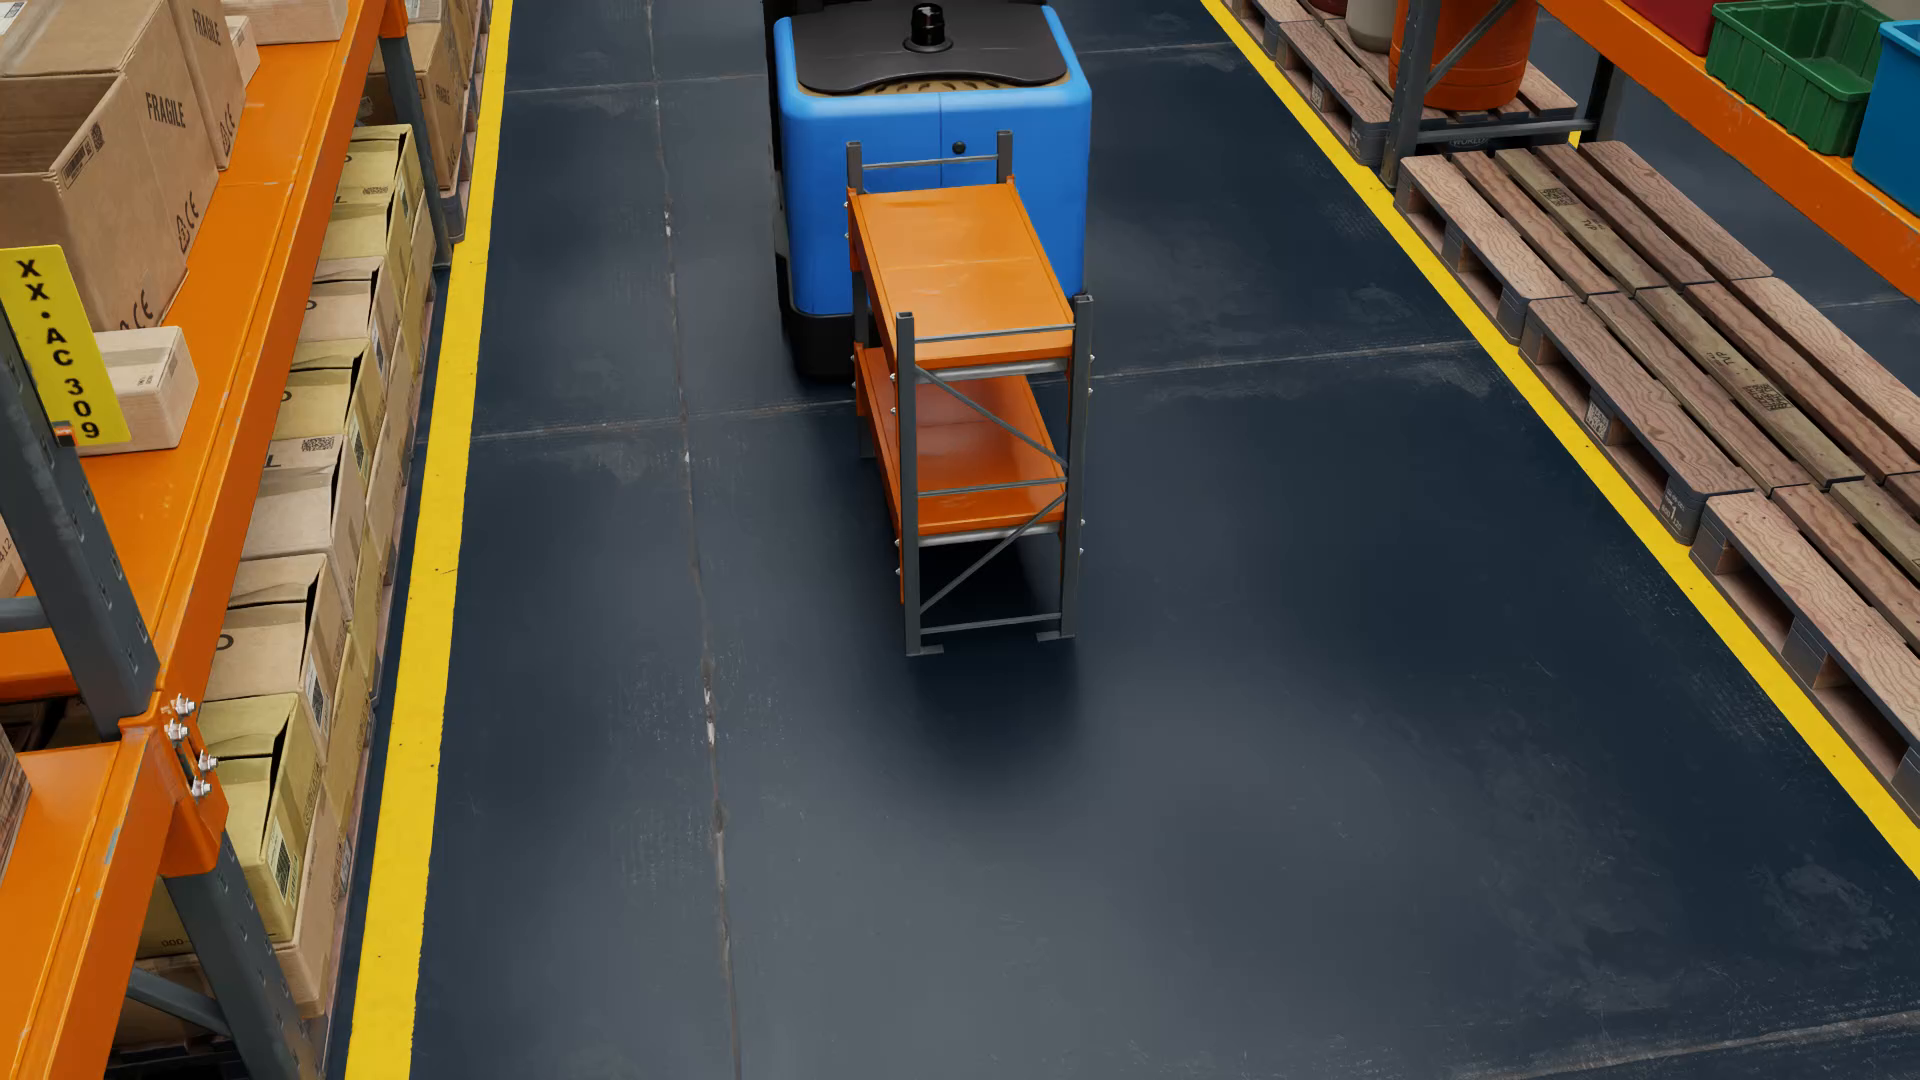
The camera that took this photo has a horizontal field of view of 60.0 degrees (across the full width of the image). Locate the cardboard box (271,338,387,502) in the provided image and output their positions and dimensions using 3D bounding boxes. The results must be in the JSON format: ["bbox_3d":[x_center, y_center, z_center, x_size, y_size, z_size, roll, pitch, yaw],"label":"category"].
[{"bbox_3d":[-1.935,-0.345,4.691,0.500,0.311,0.500,-5,38,-7],"label":"cardboard box"}]

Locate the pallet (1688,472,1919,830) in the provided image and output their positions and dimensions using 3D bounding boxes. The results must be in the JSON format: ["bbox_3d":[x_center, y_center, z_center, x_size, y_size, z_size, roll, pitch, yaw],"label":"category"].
[{"bbox_3d":[2.865,0.262,4.741,1.003,0.211,1.213,-6,38,-8],"label":"pallet"}]

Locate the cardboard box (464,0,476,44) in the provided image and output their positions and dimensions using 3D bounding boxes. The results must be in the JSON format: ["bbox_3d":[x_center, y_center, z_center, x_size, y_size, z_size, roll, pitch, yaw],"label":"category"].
[{"bbox_3d":[-2.613,-2.681,7.935,0.500,0.500,0.500,-7,38,-9],"label":"cardboard box"}]

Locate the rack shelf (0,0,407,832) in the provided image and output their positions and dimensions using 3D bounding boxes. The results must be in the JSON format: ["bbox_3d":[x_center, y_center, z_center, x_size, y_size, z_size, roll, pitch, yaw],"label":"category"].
[{"bbox_3d":[-2.187,-0.763,4.373,1.077,0.370,4.000,-6,38,-8],"label":"rack shelf"}]

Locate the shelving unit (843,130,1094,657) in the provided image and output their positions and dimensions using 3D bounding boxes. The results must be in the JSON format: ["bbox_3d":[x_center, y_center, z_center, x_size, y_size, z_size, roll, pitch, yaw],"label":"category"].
[{"bbox_3d":[-0.001,-0.448,4.910,0.538,1.125,1.048,-6,38,-8],"label":"shelving unit"}]

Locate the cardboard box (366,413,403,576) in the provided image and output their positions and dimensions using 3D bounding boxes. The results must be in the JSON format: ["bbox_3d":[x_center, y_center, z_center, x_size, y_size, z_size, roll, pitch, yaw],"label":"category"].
[{"bbox_3d":[-1.934,-0.118,4.856,0.500,0.250,0.500,-6,38,-7],"label":"cardboard box"}]

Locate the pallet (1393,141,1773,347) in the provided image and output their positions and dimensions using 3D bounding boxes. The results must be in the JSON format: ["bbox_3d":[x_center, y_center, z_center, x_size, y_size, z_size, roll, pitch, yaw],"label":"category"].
[{"bbox_3d":[2.437,-1.212,6.638,1.003,0.211,1.213,-6,38,-8],"label":"pallet"}]

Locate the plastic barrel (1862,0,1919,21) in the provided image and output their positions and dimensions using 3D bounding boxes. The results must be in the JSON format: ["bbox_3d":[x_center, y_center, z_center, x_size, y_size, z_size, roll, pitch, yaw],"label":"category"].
[{"bbox_3d":[2.884,-1.729,4.920,0.433,0.535,0.433,0,38,0],"label":"plastic barrel"}]

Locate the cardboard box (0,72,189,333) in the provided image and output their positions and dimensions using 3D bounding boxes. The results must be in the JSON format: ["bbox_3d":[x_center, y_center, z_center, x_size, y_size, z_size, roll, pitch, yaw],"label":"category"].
[{"bbox_3d":[-2.048,-0.662,3.576,0.500,0.500,0.500,-4,38,-5],"label":"cardboard box"}]

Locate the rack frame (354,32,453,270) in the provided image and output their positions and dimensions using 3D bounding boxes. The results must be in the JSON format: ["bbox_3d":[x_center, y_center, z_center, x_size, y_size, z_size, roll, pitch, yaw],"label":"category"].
[{"bbox_3d":[-2.538,-2.255,5.708,1.000,3.000,0.127,-6,38,-8],"label":"rack frame"}]

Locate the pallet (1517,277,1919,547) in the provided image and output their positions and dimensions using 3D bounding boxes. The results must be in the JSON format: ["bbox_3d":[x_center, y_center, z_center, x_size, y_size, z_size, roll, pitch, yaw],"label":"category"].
[{"bbox_3d":[2.647,-0.477,5.692,1.003,0.211,1.213,-6,38,-8],"label":"pallet"}]

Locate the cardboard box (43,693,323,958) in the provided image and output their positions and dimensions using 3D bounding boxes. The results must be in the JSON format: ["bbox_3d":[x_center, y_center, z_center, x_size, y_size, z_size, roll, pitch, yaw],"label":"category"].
[{"bbox_3d":[-1.664,0.583,3.496,0.500,0.311,0.500,-6,38,-8],"label":"cardboard box"}]

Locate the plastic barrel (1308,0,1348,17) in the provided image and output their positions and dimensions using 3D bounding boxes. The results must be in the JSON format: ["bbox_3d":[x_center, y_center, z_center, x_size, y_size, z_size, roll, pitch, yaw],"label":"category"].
[{"bbox_3d":[2.039,-2.975,8.257,0.600,0.588,0.708,-6,38,-8],"label":"plastic barrel"}]

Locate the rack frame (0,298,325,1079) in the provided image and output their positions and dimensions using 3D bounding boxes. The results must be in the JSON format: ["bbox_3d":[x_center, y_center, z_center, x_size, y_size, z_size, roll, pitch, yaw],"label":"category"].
[{"bbox_3d":[-1.840,0.161,2.597,0.949,2.616,0.053,-6,38,-8],"label":"rack frame"}]

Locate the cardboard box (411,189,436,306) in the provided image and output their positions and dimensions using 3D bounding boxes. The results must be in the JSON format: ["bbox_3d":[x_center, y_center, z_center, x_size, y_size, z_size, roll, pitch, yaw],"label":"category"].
[{"bbox_3d":[-2.206,-1.043,6.047,0.500,0.250,0.500,-5,38,-7],"label":"cardboard box"}]

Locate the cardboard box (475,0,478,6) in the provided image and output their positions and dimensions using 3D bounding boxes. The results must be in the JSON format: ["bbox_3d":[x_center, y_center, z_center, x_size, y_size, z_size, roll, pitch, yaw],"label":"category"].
[{"bbox_3d":[-2.705,-2.988,8.330,0.500,0.500,0.500,-6,38,-7],"label":"cardboard box"}]

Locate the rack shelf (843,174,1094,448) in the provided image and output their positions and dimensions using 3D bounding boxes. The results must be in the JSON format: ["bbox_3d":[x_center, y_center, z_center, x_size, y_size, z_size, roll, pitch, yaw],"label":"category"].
[{"bbox_3d":[-0.001,-0.679,4.731,0.538,0.278,1.000,-6,38,-8],"label":"rack shelf"}]

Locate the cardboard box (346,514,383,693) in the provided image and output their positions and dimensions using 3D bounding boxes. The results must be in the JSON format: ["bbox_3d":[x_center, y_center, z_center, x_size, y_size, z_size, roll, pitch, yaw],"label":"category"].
[{"bbox_3d":[-1.845,0.189,4.460,0.500,0.250,0.500,-7,38,-9],"label":"cardboard box"}]

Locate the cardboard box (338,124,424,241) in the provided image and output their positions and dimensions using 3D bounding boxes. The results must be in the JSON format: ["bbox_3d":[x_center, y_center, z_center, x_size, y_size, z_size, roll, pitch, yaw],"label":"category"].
[{"bbox_3d":[-2.204,-1.267,5.877,0.500,0.311,0.500,-5,38,-7],"label":"cardboard box"}]

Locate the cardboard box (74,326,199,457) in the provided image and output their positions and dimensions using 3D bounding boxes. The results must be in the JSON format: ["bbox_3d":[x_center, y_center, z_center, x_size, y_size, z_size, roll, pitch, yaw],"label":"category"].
[{"bbox_3d":[-1.791,-0.297,3.392,0.380,0.149,0.250,-6,38,-8],"label":"cardboard box"}]

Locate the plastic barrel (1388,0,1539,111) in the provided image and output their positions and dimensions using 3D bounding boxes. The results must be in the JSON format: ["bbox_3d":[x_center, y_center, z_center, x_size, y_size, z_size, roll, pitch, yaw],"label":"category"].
[{"bbox_3d":[2.237,-2.388,7.305,0.600,0.830,0.708,-6,38,-8],"label":"plastic barrel"}]

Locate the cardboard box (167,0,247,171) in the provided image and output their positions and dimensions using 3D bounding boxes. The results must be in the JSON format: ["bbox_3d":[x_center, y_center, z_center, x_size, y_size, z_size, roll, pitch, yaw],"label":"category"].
[{"bbox_3d":[-2.228,-1.283,4.375,0.500,0.500,0.500,-8,39,-10],"label":"cardboard box"}]

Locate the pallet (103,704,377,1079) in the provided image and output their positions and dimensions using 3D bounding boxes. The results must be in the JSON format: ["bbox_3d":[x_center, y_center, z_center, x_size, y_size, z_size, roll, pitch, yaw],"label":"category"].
[{"bbox_3d":[-2.004,0.821,4.021,1.003,0.211,1.213,-6,38,-8],"label":"pallet"}]

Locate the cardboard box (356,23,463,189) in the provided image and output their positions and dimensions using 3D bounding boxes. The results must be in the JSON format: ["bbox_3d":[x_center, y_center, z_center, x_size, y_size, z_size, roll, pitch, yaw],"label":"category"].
[{"bbox_3d":[-2.336,-1.747,6.733,0.500,0.500,0.500,-5,38,-6],"label":"cardboard box"}]

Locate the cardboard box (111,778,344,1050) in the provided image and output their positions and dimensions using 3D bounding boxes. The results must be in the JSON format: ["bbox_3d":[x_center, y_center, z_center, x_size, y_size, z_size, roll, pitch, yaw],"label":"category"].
[{"bbox_3d":[-1.664,0.811,3.660,0.500,0.250,0.500,-7,38,-9],"label":"cardboard box"}]

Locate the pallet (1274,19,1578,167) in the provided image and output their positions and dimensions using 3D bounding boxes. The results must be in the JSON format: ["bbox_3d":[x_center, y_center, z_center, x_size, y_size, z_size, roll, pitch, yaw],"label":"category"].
[{"bbox_3d":[2.160,-2.156,7.853,1.003,0.211,1.213,-6,38,-8],"label":"pallet"}]

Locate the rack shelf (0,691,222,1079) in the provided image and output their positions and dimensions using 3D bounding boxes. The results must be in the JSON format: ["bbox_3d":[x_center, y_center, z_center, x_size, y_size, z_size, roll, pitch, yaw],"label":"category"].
[{"bbox_3d":[-1.486,1.653,1.263,1.077,0.370,4.000,-6,38,-8],"label":"rack shelf"}]

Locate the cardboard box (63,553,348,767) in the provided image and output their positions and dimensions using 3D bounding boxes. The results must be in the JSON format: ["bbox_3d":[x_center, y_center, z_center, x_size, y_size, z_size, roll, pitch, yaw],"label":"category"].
[{"bbox_3d":[-1.747,0.280,3.886,0.500,0.311,0.500,-7,38,-8],"label":"cardboard box"}]

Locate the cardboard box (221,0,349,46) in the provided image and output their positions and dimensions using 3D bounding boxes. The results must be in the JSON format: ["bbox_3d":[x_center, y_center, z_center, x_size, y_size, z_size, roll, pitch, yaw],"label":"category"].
[{"bbox_3d":[-2.108,-1.642,5.124,0.380,0.149,0.250,-6,38,-8],"label":"cardboard box"}]

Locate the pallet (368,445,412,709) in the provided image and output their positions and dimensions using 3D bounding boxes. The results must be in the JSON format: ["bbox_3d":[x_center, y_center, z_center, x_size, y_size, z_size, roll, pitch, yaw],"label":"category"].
[{"bbox_3d":[-2.222,0.083,4.971,1.003,0.211,1.213,-6,38,-8],"label":"pallet"}]

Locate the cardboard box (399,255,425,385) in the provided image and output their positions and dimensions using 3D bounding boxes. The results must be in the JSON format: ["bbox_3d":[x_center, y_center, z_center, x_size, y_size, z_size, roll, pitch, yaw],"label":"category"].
[{"bbox_3d":[-2.112,-0.732,5.647,0.500,0.250,0.500,-7,38,-8],"label":"cardboard box"}]

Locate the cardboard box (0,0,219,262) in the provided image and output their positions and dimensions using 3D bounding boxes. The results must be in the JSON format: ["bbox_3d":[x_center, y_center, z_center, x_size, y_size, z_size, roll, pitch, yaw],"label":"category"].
[{"bbox_3d":[-2.135,-0.965,3.965,0.500,0.500,0.500,-6,38,-8],"label":"cardboard box"}]

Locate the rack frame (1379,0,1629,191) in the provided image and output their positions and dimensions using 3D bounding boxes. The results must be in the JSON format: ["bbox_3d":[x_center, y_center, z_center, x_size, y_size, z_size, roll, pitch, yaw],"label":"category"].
[{"bbox_3d":[2.339,-2.785,6.390,1.000,3.000,0.127,-6,38,-8],"label":"rack frame"}]

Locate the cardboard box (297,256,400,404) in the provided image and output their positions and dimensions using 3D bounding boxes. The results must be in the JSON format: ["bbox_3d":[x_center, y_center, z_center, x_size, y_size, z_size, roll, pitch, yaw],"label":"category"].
[{"bbox_3d":[-2.020,-0.648,5.081,0.500,0.311,0.500,-6,38,-8],"label":"cardboard box"}]

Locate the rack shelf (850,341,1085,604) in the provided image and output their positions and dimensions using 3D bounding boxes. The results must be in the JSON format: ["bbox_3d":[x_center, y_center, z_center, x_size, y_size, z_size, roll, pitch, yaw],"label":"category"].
[{"bbox_3d":[-0.001,-0.255,5.060,0.538,0.278,1.000,-6,38,-8],"label":"rack shelf"}]

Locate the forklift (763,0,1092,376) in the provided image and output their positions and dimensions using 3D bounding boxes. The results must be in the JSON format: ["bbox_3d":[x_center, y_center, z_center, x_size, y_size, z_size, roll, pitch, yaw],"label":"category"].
[{"bbox_3d":[-0.242,-2.633,6.250,1.130,2.935,3.031,-4,38,-5],"label":"forklift"}]

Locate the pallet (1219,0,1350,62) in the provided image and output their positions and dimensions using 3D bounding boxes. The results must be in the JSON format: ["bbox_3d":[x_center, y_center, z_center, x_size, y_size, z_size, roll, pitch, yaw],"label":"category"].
[{"bbox_3d":[1.950,-2.891,8.800,1.003,0.211,1.213,-6,38,-8],"label":"pallet"}]

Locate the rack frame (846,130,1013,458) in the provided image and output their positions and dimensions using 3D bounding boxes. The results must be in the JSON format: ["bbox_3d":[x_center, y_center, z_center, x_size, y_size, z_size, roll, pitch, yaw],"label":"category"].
[{"bbox_3d":[-0.090,-0.755,5.305,0.500,1.125,0.032,-6,38,-8],"label":"rack frame"}]

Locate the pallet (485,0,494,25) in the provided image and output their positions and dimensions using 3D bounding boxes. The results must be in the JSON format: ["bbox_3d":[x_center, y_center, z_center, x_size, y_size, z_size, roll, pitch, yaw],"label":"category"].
[{"bbox_3d":[-3.059,-3.082,9.046,1.003,0.211,1.213,-6,38,-8],"label":"pallet"}]

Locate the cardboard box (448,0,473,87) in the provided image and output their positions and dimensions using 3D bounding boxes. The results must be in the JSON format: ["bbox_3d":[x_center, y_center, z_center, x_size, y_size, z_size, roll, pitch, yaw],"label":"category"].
[{"bbox_3d":[-2.517,-2.366,7.530,0.500,0.500,0.500,-7,38,-9],"label":"cardboard box"}]

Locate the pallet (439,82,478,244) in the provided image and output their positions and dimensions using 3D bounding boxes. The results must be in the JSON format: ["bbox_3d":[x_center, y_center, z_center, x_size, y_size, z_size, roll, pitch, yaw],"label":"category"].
[{"bbox_3d":[-2.632,-1.609,7.149,1.003,0.211,1.213,-6,38,-8],"label":"pallet"}]

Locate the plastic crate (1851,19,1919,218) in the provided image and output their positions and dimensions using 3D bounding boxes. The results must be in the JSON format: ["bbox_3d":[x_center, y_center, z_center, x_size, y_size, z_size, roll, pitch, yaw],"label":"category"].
[{"bbox_3d":[2.541,-0.996,4.100,0.392,0.384,0.575,-6,38,-8],"label":"plastic crate"}]

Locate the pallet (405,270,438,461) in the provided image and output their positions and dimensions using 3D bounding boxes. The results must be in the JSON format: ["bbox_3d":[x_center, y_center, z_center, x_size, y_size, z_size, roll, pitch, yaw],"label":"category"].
[{"bbox_3d":[-2.432,-0.652,5.918,1.003,0.211,1.213,-6,38,-8],"label":"pallet"}]

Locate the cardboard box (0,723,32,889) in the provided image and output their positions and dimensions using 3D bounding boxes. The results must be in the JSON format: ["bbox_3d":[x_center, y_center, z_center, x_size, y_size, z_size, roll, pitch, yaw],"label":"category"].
[{"bbox_3d":[-1.753,0.389,2.223,0.700,0.500,0.500,-7,38,-9],"label":"cardboard box"}]

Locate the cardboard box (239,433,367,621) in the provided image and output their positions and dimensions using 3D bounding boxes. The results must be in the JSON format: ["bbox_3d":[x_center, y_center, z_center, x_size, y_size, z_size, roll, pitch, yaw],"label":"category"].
[{"bbox_3d":[-1.838,-0.032,4.288,0.500,0.311,0.500,-7,38,-9],"label":"cardboard box"}]

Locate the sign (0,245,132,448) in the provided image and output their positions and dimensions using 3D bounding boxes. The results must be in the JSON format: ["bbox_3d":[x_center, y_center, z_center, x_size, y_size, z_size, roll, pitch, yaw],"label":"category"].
[{"bbox_3d":[-1.291,-0.273,2.386,0.100,0.325,0.005,-6,38,-8],"label":"sign"}]

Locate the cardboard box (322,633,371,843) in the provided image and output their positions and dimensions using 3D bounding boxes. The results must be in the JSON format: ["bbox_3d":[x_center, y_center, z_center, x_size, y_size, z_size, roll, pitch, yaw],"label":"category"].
[{"bbox_3d":[-1.752,0.502,4.058,0.500,0.250,0.500,-5,38,-7],"label":"cardboard box"}]

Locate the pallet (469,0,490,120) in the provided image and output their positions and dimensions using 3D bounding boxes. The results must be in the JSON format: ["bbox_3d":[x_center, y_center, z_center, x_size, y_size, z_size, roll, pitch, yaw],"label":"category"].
[{"bbox_3d":[-2.842,-2.344,8.095,1.003,0.211,1.213,-6,38,-8],"label":"pallet"}]

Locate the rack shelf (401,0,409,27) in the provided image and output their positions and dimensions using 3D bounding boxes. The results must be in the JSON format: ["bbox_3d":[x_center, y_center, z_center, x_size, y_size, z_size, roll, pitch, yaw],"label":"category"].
[{"bbox_3d":[-2.889,-3.179,7.483,1.077,0.370,4.000,-6,38,-8],"label":"rack shelf"}]

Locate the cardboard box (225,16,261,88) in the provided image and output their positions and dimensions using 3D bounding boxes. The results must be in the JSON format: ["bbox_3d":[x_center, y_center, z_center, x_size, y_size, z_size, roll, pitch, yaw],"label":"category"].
[{"bbox_3d":[-2.259,-1.392,4.801,0.380,0.149,0.250,-4,38,-5],"label":"cardboard box"}]

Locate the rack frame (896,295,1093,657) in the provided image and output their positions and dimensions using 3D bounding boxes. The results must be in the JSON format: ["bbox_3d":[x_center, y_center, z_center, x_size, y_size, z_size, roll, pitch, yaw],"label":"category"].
[{"bbox_3d":[0.088,-0.141,4.515,0.500,1.125,0.032,-6,38,-8],"label":"rack frame"}]

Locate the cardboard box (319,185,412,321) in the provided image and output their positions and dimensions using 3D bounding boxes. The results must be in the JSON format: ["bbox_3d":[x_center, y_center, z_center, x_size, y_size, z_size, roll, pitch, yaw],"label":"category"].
[{"bbox_3d":[-2.106,-0.953,5.474,0.500,0.311,0.500,-7,38,-9],"label":"cardboard box"}]

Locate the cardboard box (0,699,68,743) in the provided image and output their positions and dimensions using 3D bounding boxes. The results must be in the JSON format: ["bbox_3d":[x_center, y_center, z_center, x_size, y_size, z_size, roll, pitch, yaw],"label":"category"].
[{"bbox_3d":[-2.287,0.332,3.819,0.500,0.311,0.500,-5,38,-7],"label":"cardboard box"}]

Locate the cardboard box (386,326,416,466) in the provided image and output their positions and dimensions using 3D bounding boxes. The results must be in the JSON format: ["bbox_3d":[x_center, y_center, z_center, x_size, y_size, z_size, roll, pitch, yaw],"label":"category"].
[{"bbox_3d":[-2.027,-0.428,5.255,0.500,0.250,0.500,-5,38,-7],"label":"cardboard box"}]

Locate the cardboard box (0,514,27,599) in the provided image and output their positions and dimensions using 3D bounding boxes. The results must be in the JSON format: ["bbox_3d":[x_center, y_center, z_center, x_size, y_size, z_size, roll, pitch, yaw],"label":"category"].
[{"bbox_3d":[-1.966,-0.072,3.020,0.500,0.250,0.500,-4,38,-5],"label":"cardboard box"}]

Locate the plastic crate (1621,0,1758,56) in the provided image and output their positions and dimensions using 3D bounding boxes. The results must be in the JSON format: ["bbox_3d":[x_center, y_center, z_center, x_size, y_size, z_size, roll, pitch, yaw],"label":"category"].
[{"bbox_3d":[2.321,-1.802,5.072,0.402,0.464,0.583,-6,38,-8],"label":"plastic crate"}]

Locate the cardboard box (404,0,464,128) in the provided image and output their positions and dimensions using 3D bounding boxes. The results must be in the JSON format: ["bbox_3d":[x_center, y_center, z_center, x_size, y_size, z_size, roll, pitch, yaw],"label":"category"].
[{"bbox_3d":[-2.434,-2.063,7.139,0.500,0.500,0.500,-8,38,-10],"label":"cardboard box"}]

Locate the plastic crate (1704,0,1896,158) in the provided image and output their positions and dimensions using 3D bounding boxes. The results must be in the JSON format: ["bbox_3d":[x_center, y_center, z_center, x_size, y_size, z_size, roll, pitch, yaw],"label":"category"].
[{"bbox_3d":[2.457,-1.307,4.660,0.450,0.188,0.662,-6,38,-8],"label":"plastic crate"}]
